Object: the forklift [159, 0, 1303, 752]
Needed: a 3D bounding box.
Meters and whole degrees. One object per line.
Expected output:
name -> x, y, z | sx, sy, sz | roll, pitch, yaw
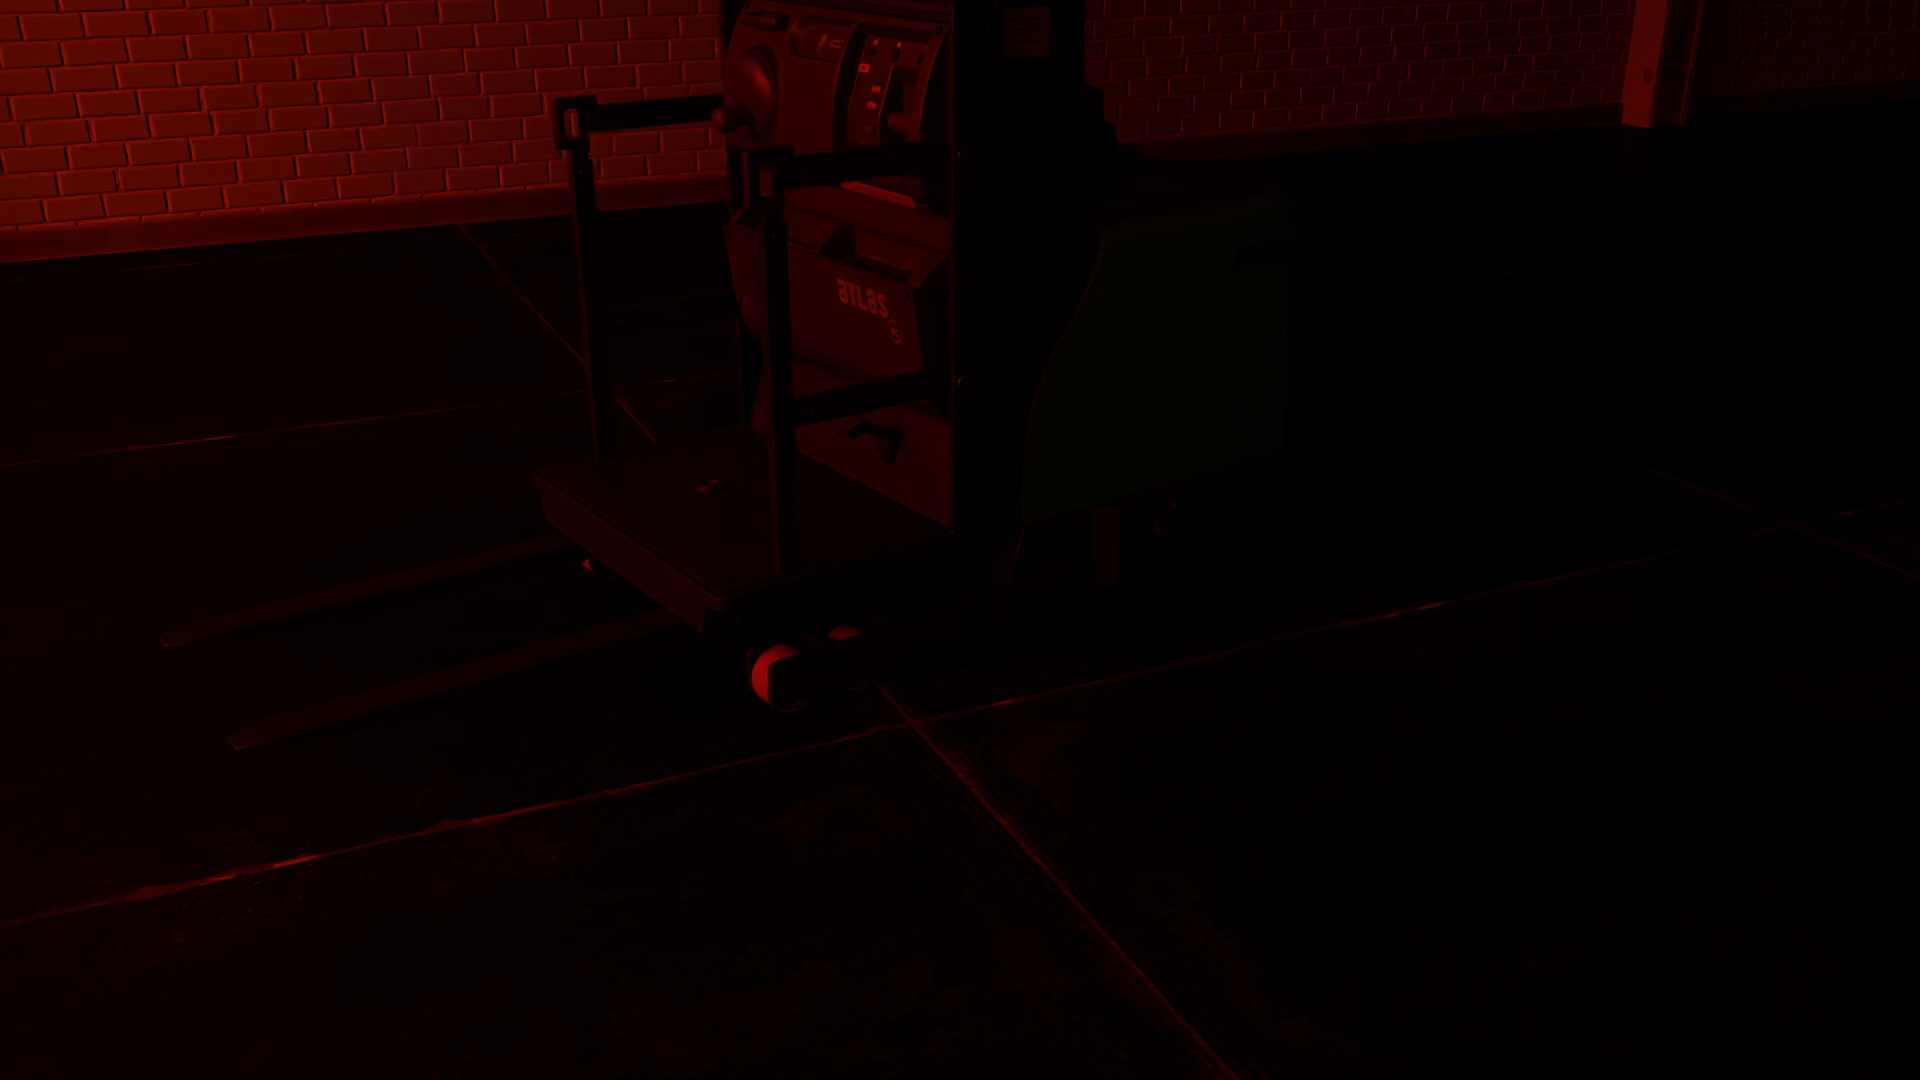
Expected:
forklift -> -0.499, -1.159, 4.077 | 3.031, 2.935, 1.130 | -16, 27, -33
